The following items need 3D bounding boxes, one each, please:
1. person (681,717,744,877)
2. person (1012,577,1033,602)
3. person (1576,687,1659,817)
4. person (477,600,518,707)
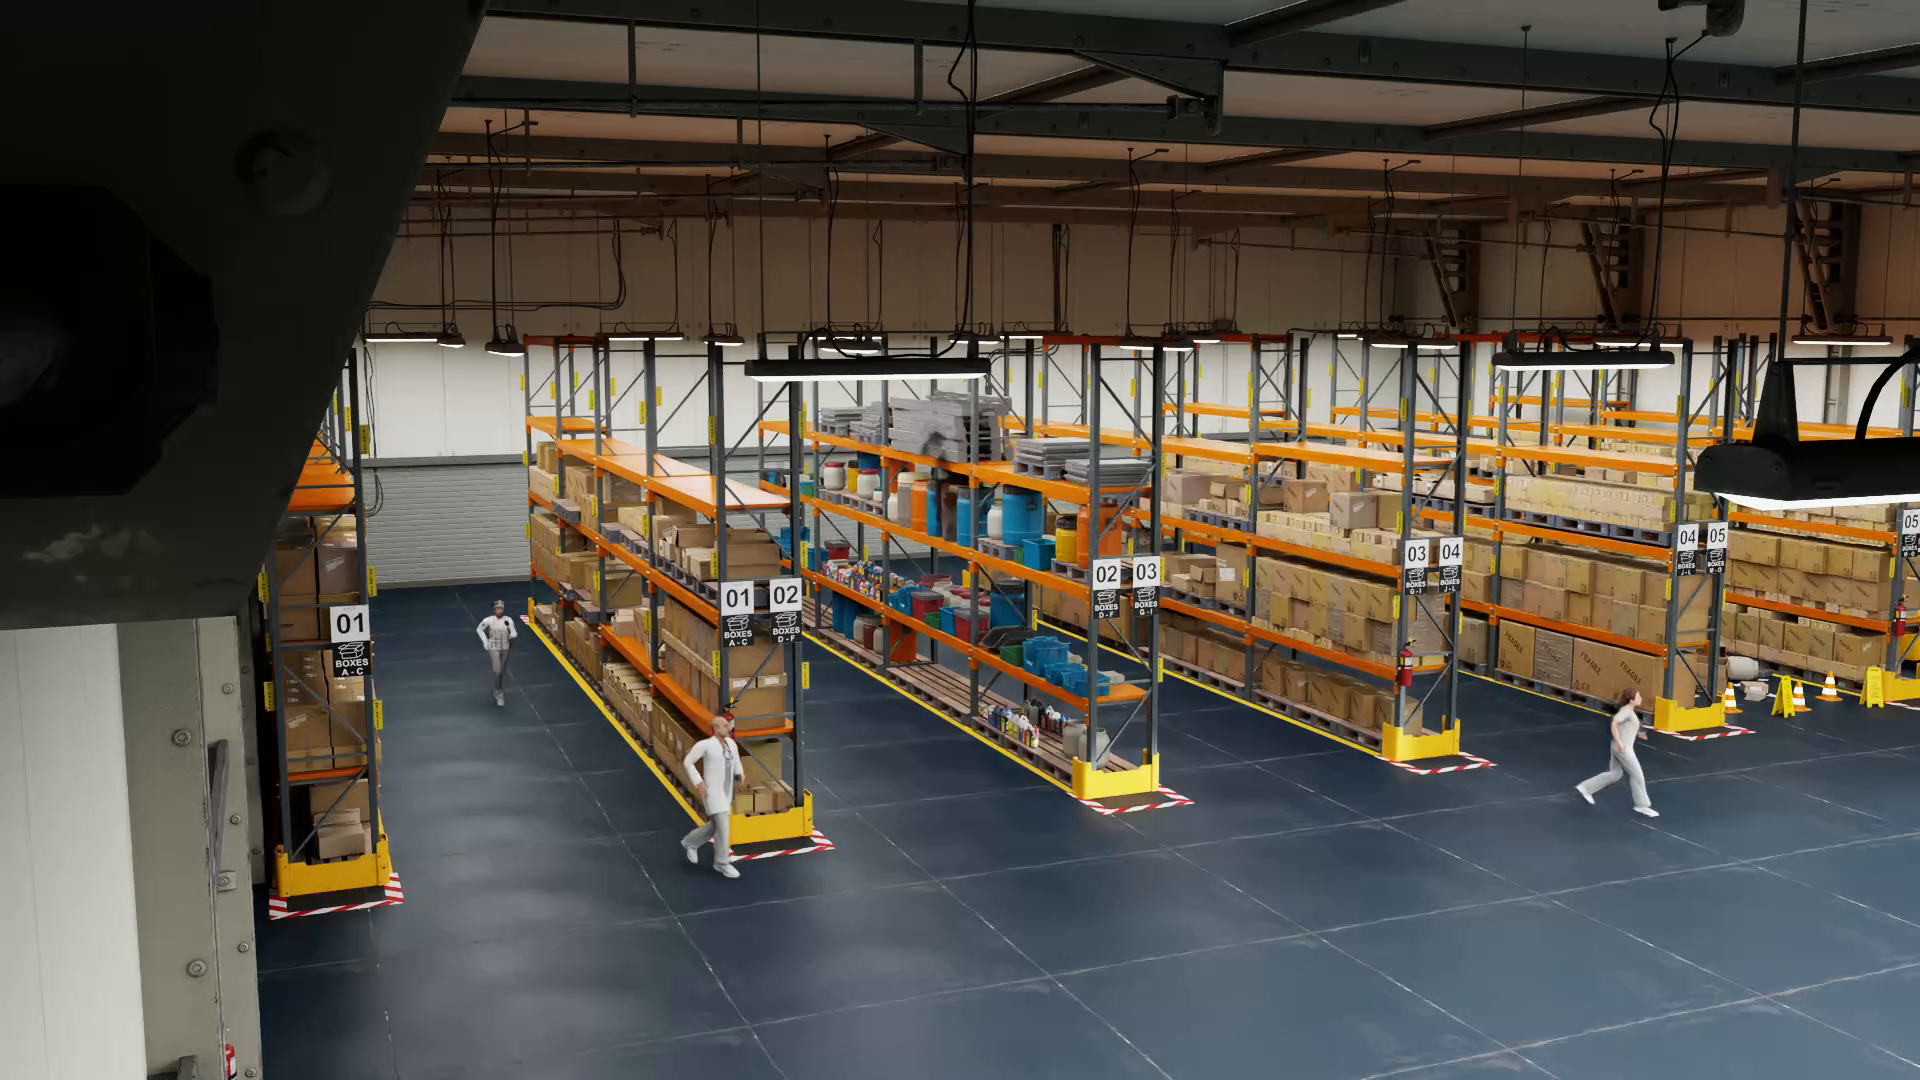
[{"bbox_3d":[-2.819,2.925,19.221,0.894,1.778,0.696,4,9,30],"label":"person"},{"bbox_3d":[1.104,1.223,30.594,0.539,1.532,0.571,-5,9,-32],"label":"person"},{"bbox_3d":[8.435,2.695,21.244,1.008,1.662,0.587,2,8,16],"label":"person"},{"bbox_3d":[-7.625,1.848,27.508,0.597,1.755,0.775,-5,9,-34],"label":"person"}]
